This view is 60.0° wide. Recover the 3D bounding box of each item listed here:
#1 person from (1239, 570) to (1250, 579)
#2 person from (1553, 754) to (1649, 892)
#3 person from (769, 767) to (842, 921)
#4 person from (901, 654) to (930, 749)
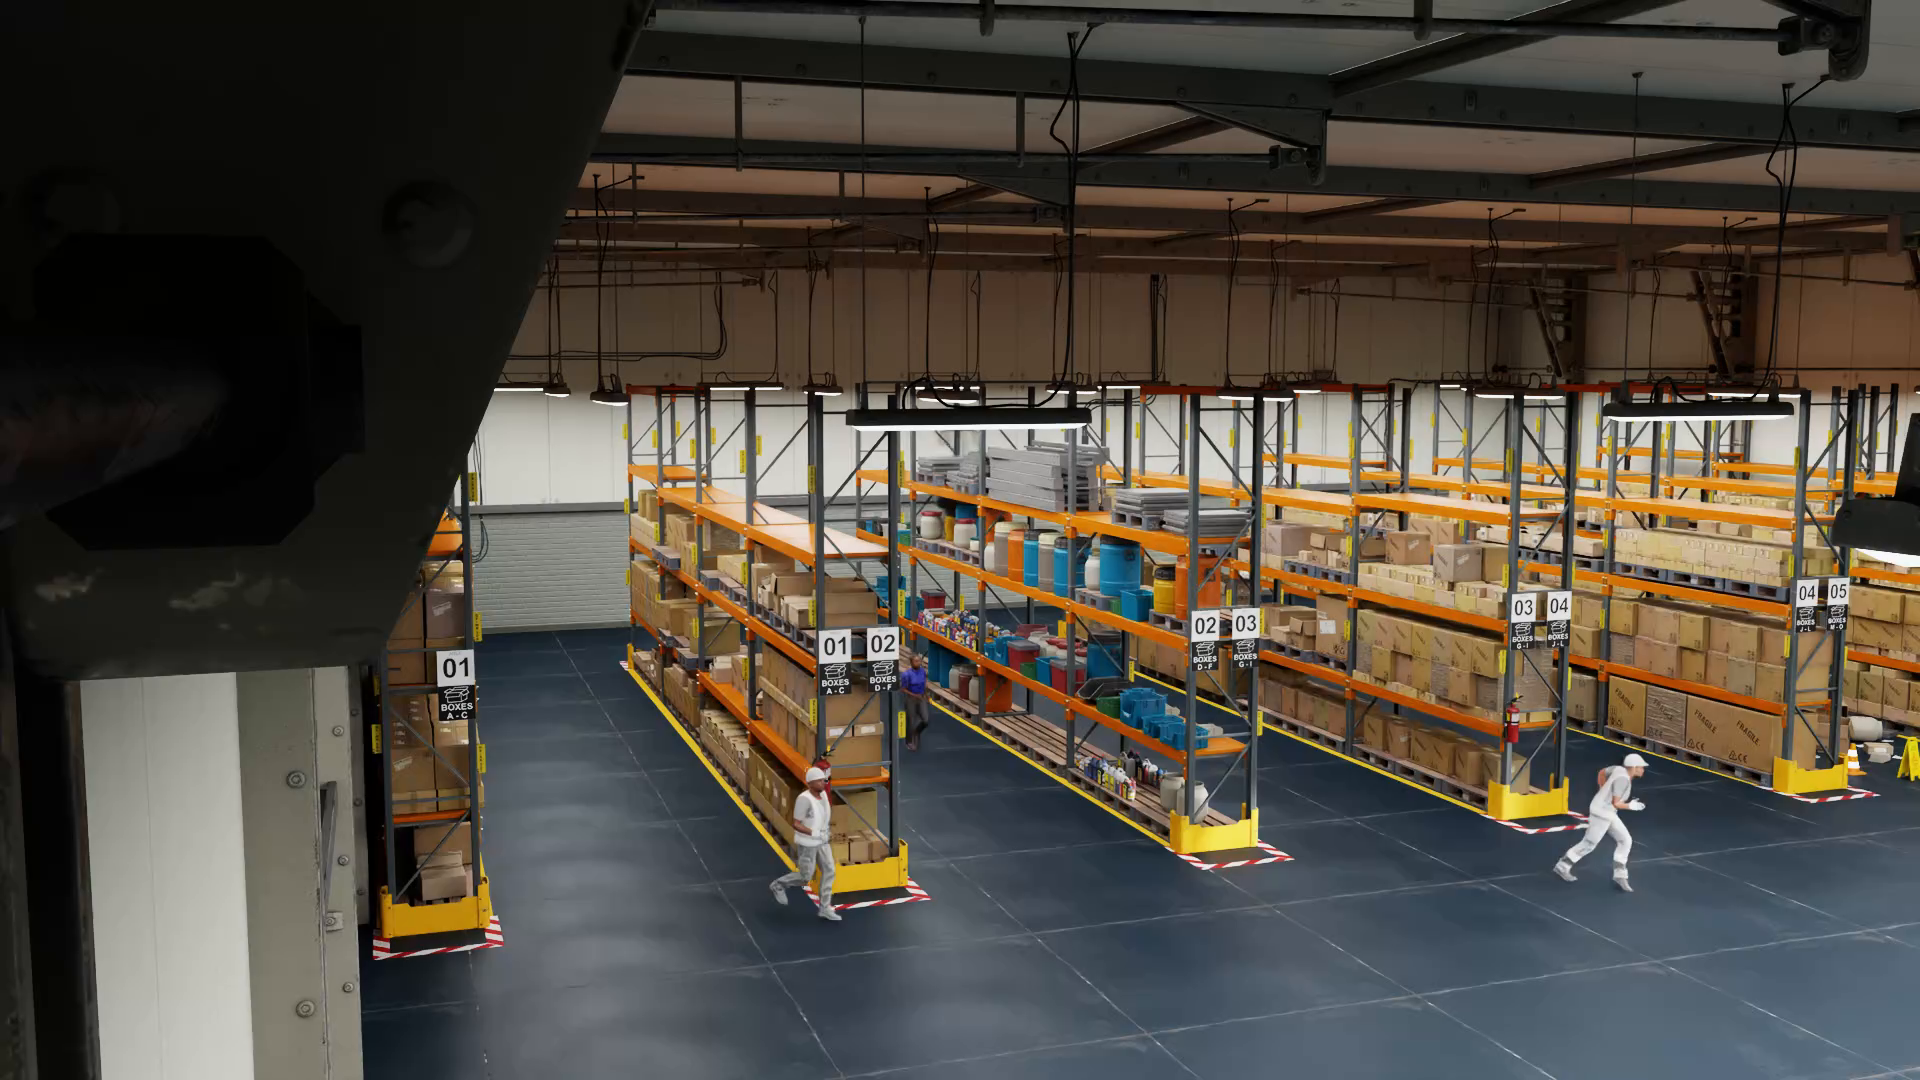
[{"bbox_3d":[7.146,1.225,41.364,0.692,1.817,0.704,6,8,44],"label":"person"},{"bbox_3d":[7.807,3.427,20.264,1.036,1.731,0.705,2,6,20],"label":"person"},{"bbox_3d":[-1.768,3.479,19.189,0.919,1.768,0.675,3,7,27],"label":"person"},{"bbox_3d":[-0.708,2.692,27.524,0.551,1.597,0.664,-3,7,-30],"label":"person"}]
